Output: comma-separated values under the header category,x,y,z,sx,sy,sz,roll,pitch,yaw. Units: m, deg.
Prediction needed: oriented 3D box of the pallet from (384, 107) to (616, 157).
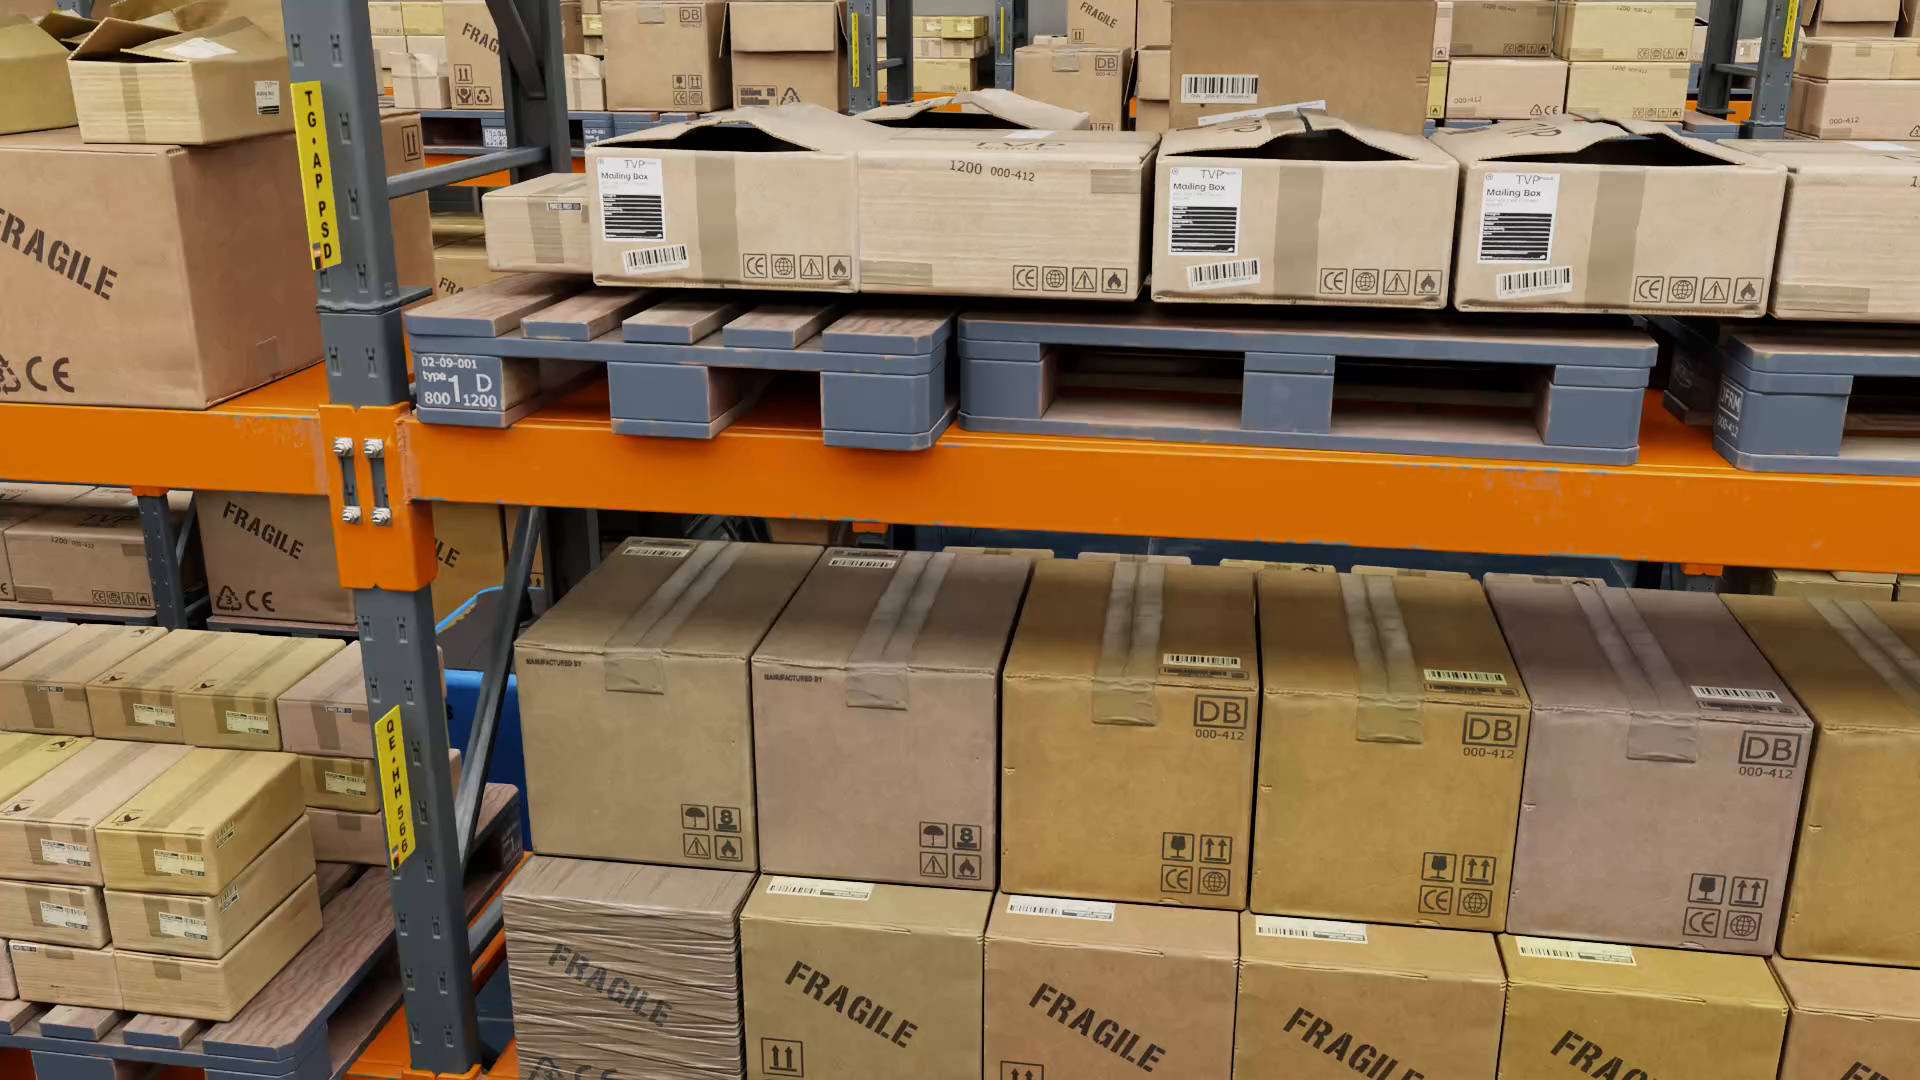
category,x,y,z,sx,sy,sz,roll,pitch,yaw
pallet,-2.130,-2.117,8.472,1.213,0.211,1.003,4,19,11

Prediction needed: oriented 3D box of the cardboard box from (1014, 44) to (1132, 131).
category,x,y,z,sx,sy,sz,roll,pitch,yaw
cardboard box,0.553,-2.132,8.062,0.500,0.500,0.700,3,19,9

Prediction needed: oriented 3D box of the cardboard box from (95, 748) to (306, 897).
category,x,y,z,sx,sy,sz,roll,pitch,yaw
cardboard box,-1.624,0.600,3.579,0.250,0.149,0.380,2,19,6

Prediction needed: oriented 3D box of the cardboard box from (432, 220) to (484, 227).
category,x,y,z,sx,sy,sz,roll,pitch,yaw
cardboard box,-4.089,-2.488,13.780,0.500,0.250,0.500,3,19,10

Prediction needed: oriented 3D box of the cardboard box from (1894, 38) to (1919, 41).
category,x,y,z,sx,sy,sz,roll,pitch,yaw
cardboard box,4.427,-2.215,7.608,0.250,0.149,0.380,3,19,10

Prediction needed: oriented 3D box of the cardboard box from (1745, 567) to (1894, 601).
category,x,y,z,sx,sy,sz,roll,pitch,yaw
cardboard box,4.107,0.352,8.013,0.500,0.500,0.500,4,19,11

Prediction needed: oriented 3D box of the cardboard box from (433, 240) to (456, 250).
category,x,y,z,sx,sy,sz,roll,pitch,yaw
cardboard box,-2.941,-1.280,8.669,0.500,0.500,0.500,2,19,7

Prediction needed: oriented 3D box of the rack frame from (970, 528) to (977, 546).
category,x,y,z,sx,sy,sz,roll,pitch,yaw
rack frame,0.092,-0.422,11.146,0.006,0.900,0.240,3,19,9

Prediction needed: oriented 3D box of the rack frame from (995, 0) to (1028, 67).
category,x,y,z,sx,sy,sz,roll,pitch,yaw
rack frame,0.402,-5.113,12.402,0.127,3.000,1.000,3,19,9

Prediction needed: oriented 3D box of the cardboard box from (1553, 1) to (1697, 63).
category,x,y,z,sx,sy,sz,roll,pitch,yaw
cardboard box,2.975,-2.288,7.474,0.500,0.250,0.500,3,19,10

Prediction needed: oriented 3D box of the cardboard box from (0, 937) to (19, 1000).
category,x,y,z,sx,sy,sz,roll,pitch,yaw
cardboard box,-2.126,0.857,3.750,0.250,0.149,0.380,3,19,10

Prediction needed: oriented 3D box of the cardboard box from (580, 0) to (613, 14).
category,x,y,z,sx,sy,sz,roll,pitch,yaw
cardboard box,-2.968,-4.360,13.333,0.258,0.266,0.396,3,19,9

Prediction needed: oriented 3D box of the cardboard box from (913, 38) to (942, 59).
category,x,y,z,sx,sy,sz,roll,pitch,yaw
cardboard box,-0.239,-3.770,12.724,0.250,0.149,0.380,2,19,7

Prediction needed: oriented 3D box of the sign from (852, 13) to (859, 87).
category,x,y,z,sx,sy,sz,roll,pitch,yaw
sign,-0.478,-2.244,7.617,0.005,0.325,0.100,3,19,9

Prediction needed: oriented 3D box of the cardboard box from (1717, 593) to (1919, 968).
category,x,y,z,sx,sy,sz,roll,pitch,yaw
cardboard box,1.883,0.475,3.424,0.500,0.500,0.700,3,19,8

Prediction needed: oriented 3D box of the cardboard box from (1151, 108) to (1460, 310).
category,x,y,z,sx,sy,sz,roll,pitch,yaw
cardboard box,0.614,-0.627,3.044,0.500,0.311,0.500,3,19,8

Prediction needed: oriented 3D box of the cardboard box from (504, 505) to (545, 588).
category,x,y,z,sx,sy,sz,roll,pitch,yaw
cardboard box,-1.930,-0.011,9.296,0.875,0.875,0.875,3,19,9

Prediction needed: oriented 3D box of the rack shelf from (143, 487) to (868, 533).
category,x,y,z,sx,sy,sz,roll,pitch,yaw
rack shelf,-2.356,-0.472,9.121,4.000,0.370,1.077,3,19,9

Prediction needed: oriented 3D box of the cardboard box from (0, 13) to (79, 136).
category,x,y,z,sx,sy,sz,roll,pitch,yaw
cardboard box,-2.016,-0.950,3.323,0.258,0.266,0.396,3,19,9

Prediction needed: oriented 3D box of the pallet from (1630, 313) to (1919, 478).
category,x,y,z,sx,sy,sz,roll,pitch,yaw
pallet,1.969,-0.318,3.100,1.217,0.209,0.805,2,19,6

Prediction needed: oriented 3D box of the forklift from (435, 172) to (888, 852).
category,x,y,z,sx,sy,sz,roll,pitch,yaw
forklift,-0.709,0.049,6.537,3.031,2.935,1.130,3,19,9

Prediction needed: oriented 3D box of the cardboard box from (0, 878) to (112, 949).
category,x,y,z,sx,sy,sz,roll,pitch,yaw
cardboard box,-1.891,0.727,3.668,0.250,0.149,0.380,4,19,11

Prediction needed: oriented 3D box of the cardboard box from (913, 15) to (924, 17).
category,x,y,z,sx,sy,sz,roll,pitch,yaw
cardboard box,-0.407,-4.088,13.207,0.250,0.149,0.380,3,19,8

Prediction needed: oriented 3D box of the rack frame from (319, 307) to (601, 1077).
category,x,y,z,sx,sy,sz,roll,pitch,yaw
rack frame,-1.067,0.843,4.056,0.127,3.000,1.000,3,19,9

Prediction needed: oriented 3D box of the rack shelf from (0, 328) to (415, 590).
category,x,y,z,sx,sy,sz,roll,pitch,yaw
rack shelf,-3.042,-0.339,3.995,4.000,0.370,1.077,3,19,9

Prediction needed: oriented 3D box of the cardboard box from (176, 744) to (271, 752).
category,x,y,z,sx,sy,sz,roll,pitch,yaw
cardboard box,-1.781,0.522,4.281,0.250,0.149,0.380,4,19,11

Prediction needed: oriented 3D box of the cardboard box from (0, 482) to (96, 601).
category,x,y,z,sx,sy,sz,roll,pitch,yaw
cardboard box,-5.818,-0.008,9.976,0.875,0.438,0.875,2,19,7

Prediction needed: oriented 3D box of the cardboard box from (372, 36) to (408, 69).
category,x,y,z,sx,sy,sz,roll,pitch,yaw
cardboard box,-4.578,-3.930,13.363,0.500,0.250,0.500,2,19,7

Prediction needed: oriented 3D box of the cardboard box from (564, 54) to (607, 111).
category,x,y,z,sx,sy,sz,roll,pitch,yaw
cardboard box,-1.797,-2.230,8.064,0.258,0.266,0.396,2,19,7

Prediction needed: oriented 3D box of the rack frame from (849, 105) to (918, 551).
category,x,y,z,sx,sy,sz,roll,pitch,yaw
rack frame,-0.382,-0.713,8.706,0.127,3.000,1.000,3,19,9

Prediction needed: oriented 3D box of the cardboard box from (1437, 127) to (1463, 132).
category,x,y,z,sx,sy,sz,roll,pitch,yaw
cardboard box,1.069,-0.721,3.397,0.258,0.266,0.396,3,19,9

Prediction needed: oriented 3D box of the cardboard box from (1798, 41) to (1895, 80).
category,x,y,z,sx,sy,sz,roll,pitch,yaw
cardboard box,3.827,-2.075,7.188,0.250,0.149,0.380,3,19,8

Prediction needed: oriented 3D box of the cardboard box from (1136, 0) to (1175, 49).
category,x,y,z,sx,sy,sz,roll,pitch,yaw
cardboard box,1.593,-3.877,12.460,0.500,0.500,0.700,3,19,8

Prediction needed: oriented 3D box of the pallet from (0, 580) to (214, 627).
category,x,y,z,sx,sy,sz,roll,pitch,yaw
pallet,-5.069,0.346,9.937,1.213,0.211,1.003,3,19,9

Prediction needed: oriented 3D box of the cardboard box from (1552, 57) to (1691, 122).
category,x,y,z,sx,sy,sz,roll,pitch,yaw
cardboard box,2.968,-2.046,7.537,0.500,0.250,0.500,3,19,8

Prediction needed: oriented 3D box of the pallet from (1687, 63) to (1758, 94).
category,x,y,z,sx,sy,sz,roll,pitch,yaw
pallet,5.198,-3.412,12.186,1.213,0.211,1.003,3,19,9

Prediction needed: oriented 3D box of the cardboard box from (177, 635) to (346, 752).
category,x,y,z,sx,sy,sz,roll,pitch,yaw
cardboard box,-1.758,0.384,4.223,0.250,0.149,0.380,2,19,7

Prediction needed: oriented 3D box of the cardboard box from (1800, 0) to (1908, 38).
category,x,y,z,sx,sy,sz,roll,pitch,yaw
cardboard box,6.258,-3.654,11.785,0.637,0.503,0.797,4,19,10

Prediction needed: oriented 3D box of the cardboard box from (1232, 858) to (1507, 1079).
category,x,y,z,sx,sy,sz,roll,pitch,yaw
cardboard box,0.825,0.979,3.492,0.500,0.500,0.500,3,19,8

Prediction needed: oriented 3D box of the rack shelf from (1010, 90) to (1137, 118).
category,x,y,z,sx,sy,sz,roll,pitch,yaw
rack shelf,2.377,-3.249,12.691,4.000,0.370,1.077,3,19,9

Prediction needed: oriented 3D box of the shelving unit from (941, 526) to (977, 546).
category,x,y,z,sx,sy,sz,roll,pitch,yaw
shelving unit,-0.008,-0.427,11.162,0.210,0.900,0.258,3,19,9

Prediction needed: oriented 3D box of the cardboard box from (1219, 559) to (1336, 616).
category,x,y,z,sx,sy,sz,roll,pitch,yaw
cardboard box,1.652,0.440,8.739,0.625,0.372,0.950,4,19,10

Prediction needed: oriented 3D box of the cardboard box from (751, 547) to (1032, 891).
category,x,y,z,sx,sy,sz,roll,pitch,yaw
cardboard box,-0.126,0.372,3.729,0.500,0.500,0.700,3,19,8

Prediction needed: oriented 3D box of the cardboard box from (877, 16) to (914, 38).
category,x,y,z,sx,sy,sz,roll,pitch,yaw
cardboard box,-0.498,-3.918,12.697,0.250,0.149,0.380,2,19,7
